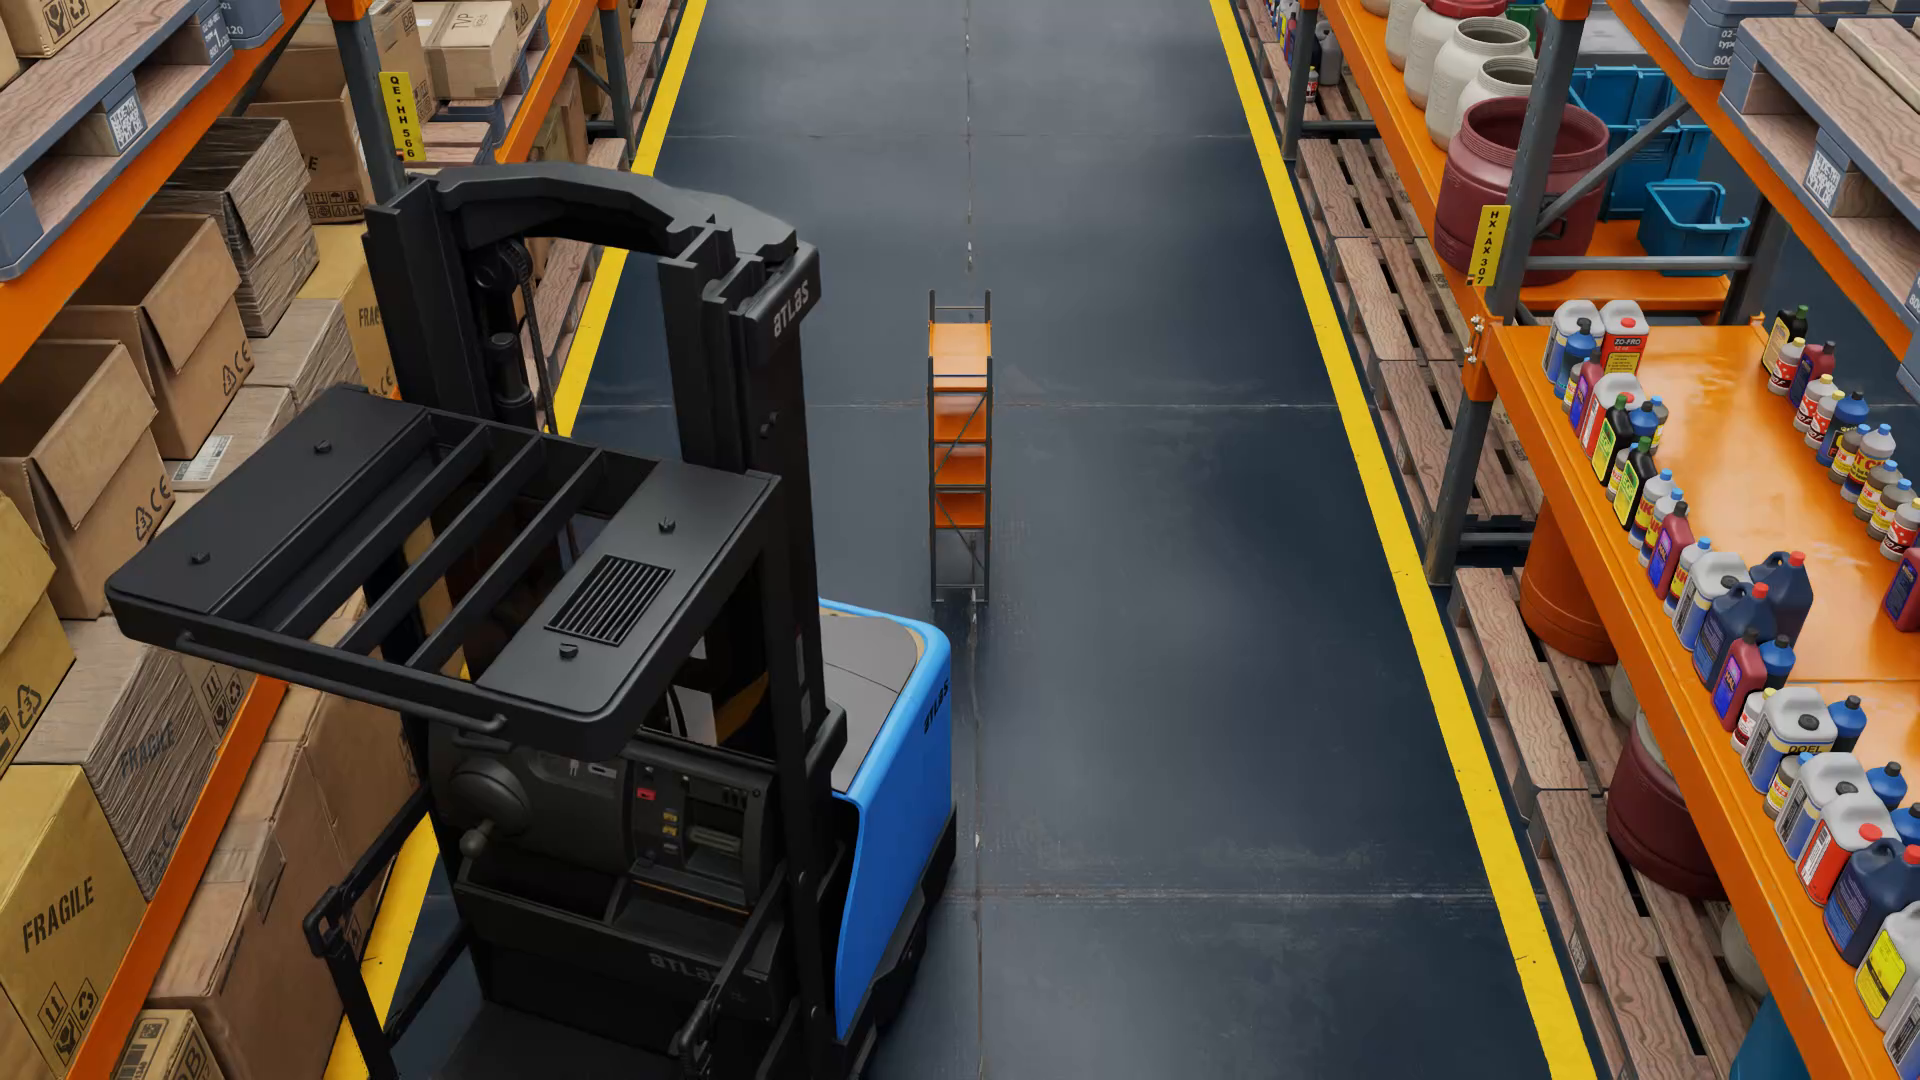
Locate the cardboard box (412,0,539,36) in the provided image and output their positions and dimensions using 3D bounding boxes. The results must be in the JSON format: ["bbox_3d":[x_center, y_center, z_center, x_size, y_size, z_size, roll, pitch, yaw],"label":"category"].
[{"bbox_3d":[-2.390,-2.628,7.713,0.797,0.503,0.637,4,39,5],"label":"cardboard box"}]

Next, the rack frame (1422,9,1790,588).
[{"bbox_3d":[2.473,-1.010,6.112,1.000,3.000,0.127,0,39,0],"label":"rack frame"}]

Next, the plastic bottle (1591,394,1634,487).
[{"bbox_3d":[2.105,-0.321,5.345,0.061,0.283,0.133,0,39,0],"label":"plastic bottle"}]

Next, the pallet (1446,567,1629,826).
[{"bbox_3d":[2.515,0.571,6.369,1.003,0.211,1.213,0,39,0],"label":"pallet"}]

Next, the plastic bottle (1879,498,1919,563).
[{"bbox_3d":[2.883,-0.037,5.057,0.097,0.201,0.097,0,39,0],"label":"plastic bottle"}]

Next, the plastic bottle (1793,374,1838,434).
[{"bbox_3d":[2.882,-0.464,5.589,0.097,0.201,0.097,0,39,0],"label":"plastic bottle"}]

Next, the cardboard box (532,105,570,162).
[{"bbox_3d":[-2.524,-2.022,9.022,0.700,0.500,0.500,0,39,0],"label":"cardboard box"}]

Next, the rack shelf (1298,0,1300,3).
[{"bbox_3d":[2.466,-4.482,11.019,1.077,0.370,4.000,0,39,0],"label":"rack shelf"}]

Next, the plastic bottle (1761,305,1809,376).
[{"bbox_3d":[2.900,-0.712,5.833,0.061,0.283,0.133,0,39,0],"label":"plastic bottle"}]

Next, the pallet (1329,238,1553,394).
[{"bbox_3d":[2.512,-1.168,8.538,1.003,0.211,1.213,0,39,0],"label":"pallet"}]

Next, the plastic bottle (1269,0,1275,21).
[{"bbox_3d":[2.155,-3.620,11.254,0.097,0.201,0.097,0,39,0],"label":"plastic bottle"}]

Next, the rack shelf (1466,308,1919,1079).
[{"bbox_3d":[2.475,0.521,4.776,1.077,0.370,4.000,0,39,0],"label":"rack shelf"}]

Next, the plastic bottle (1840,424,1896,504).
[{"bbox_3d":[2.882,-0.247,5.263,0.097,0.271,0.097,0,39,0],"label":"plastic bottle"}]

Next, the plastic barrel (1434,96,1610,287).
[{"bbox_3d":[2.169,-1.353,6.431,0.600,0.536,0.708,0,39,0],"label":"plastic barrel"}]

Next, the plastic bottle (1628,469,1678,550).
[{"bbox_3d":[2.124,-0.100,5.079,0.097,0.271,0.097,0,39,0],"label":"plastic bottle"}]

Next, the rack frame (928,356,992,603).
[{"bbox_3d":[0.000,-0.212,6.555,0.240,1.200,0.015,0,39,0],"label":"rack frame"}]

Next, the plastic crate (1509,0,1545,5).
[{"bbox_3d":[2.781,-2.816,8.378,0.392,0.384,0.575,0,39,0],"label":"plastic crate"}]

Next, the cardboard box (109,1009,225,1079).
[{"bbox_3d":[-2.496,1.760,4.019,1.225,0.875,0.875,0,39,0],"label":"cardboard box"}]

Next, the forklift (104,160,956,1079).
[{"bbox_3d":[-0.979,0.738,3.986,1.130,2.935,3.031,12,40,15],"label":"forklift"}]

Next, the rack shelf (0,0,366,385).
[{"bbox_3d":[-2.478,-0.646,3.834,1.077,0.370,4.000,0,39,0],"label":"rack shelf"}]

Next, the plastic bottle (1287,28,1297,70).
[{"bbox_3d":[2.179,-3.172,10.576,0.144,0.351,0.185,-2,39,-2],"label":"plastic bottle"}]

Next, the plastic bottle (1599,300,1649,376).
[{"bbox_3d":[2.302,-0.691,5.813,0.152,0.276,0.135,0,39,0],"label":"plastic bottle"}]

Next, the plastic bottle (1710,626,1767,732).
[{"bbox_3d":[2.106,0.373,4.479,0.061,0.283,0.133,0,39,0],"label":"plastic bottle"}]

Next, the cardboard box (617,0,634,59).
[{"bbox_3d":[-2.453,-3.305,10.638,0.500,0.500,0.500,12,40,14],"label":"cardboard box"}]

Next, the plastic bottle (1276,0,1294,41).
[{"bbox_3d":[2.182,-3.447,10.978,0.152,0.276,0.135,1,39,1],"label":"plastic bottle"}]

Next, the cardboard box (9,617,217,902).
[{"bbox_3d":[-2.228,0.541,4.097,0.500,0.500,0.500,-1,39,-1],"label":"cardboard box"}]

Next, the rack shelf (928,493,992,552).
[{"bbox_3d":[0.000,-0.157,6.912,0.258,0.148,0.480,0,39,0],"label":"rack shelf"}]

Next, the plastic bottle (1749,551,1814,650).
[{"bbox_3d":[2.300,0.163,4.688,0.144,0.351,0.185,0,39,0],"label":"plastic bottle"}]

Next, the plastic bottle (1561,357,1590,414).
[{"bbox_3d":[2.123,-0.528,5.670,0.097,0.201,0.097,0,39,0],"label":"plastic bottle"}]

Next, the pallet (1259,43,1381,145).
[{"bbox_3d":[2.509,-2.843,10.629,1.003,0.211,1.213,0,39,0],"label":"pallet"}]

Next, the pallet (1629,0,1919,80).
[{"bbox_3d":[2.376,-1.629,4.636,1.003,0.211,1.213,0,39,0],"label":"pallet"}]

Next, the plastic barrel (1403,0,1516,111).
[{"bbox_3d":[2.251,-2.237,7.534,0.433,0.535,0.433,0,39,0],"label":"plastic barrel"}]

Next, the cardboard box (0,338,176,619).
[{"bbox_3d":[-2.490,-0.153,4.160,0.797,0.503,0.637,1,39,1],"label":"cardboard box"}]

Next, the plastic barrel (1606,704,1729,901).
[{"bbox_3d":[2.492,0.779,5.472,0.600,0.588,0.708,0,39,0],"label":"plastic barrel"}]

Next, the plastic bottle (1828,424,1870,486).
[{"bbox_3d":[2.882,-0.281,5.361,0.097,0.201,0.097,0,39,0],"label":"plastic bottle"}]

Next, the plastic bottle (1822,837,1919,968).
[{"bbox_3d":[2.149,0.820,3.867,0.144,0.351,0.185,0,39,0],"label":"plastic bottle"}]

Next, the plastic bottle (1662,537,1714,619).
[{"bbox_3d":[2.124,0.106,4.822,0.097,0.271,0.097,0,39,0],"label":"plastic bottle"}]

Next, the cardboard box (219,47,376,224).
[{"bbox_3d":[-2.521,-1.547,6.366,0.500,0.500,0.500,-5,39,-6],"label":"cardboard box"}]

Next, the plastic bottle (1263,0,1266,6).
[{"bbox_3d":[2.136,-3.849,11.475,0.061,0.283,0.133,1,39,1],"label":"plastic bottle"}]

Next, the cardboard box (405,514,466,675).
[{"bbox_3d":[-2.500,0.090,6.102,1.225,0.875,0.875,-2,39,-2],"label":"cardboard box"}]

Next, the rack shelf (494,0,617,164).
[{"bbox_3d":[-2.482,-1.977,7.893,1.077,0.370,4.000,0,39,0],"label":"rack shelf"}]

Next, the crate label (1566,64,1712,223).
[{"bbox_3d":[2.742,-1.646,6.876,0.502,0.435,0.616,0,39,0],"label":"crate label"}]

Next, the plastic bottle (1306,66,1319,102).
[{"bbox_3d":[2.156,-2.818,10.254,0.097,0.201,0.097,0,39,0],"label":"plastic bottle"}]

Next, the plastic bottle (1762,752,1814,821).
[{"bbox_3d":[2.125,0.622,4.234,0.097,0.201,0.097,0,39,0],"label":"plastic bottle"}]

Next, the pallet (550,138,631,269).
[{"bbox_3d":[-2.482,-1.933,9.493,1.003,0.211,1.213,0,39,0],"label":"pallet"}]

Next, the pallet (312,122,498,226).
[{"bbox_3d":[-2.588,-1.377,6.723,1.213,0.211,1.003,0,39,0],"label":"pallet"}]

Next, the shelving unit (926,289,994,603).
[{"bbox_3d":[0.000,-0.365,6.746,0.258,1.200,0.503,0,39,0],"label":"shelving unit"}]

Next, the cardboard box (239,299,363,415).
[{"bbox_3d":[-2.237,-0.425,5.302,0.500,0.500,0.500,0,39,0],"label":"cardboard box"}]

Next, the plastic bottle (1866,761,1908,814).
[{"bbox_3d":[2.277,0.655,4.136,0.097,0.271,0.097,0,39,0],"label":"plastic bottle"}]

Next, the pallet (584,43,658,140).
[{"bbox_3d":[-2.521,-2.840,10.625,1.003,0.211,1.213,0,39,0],"label":"pallet"}]
